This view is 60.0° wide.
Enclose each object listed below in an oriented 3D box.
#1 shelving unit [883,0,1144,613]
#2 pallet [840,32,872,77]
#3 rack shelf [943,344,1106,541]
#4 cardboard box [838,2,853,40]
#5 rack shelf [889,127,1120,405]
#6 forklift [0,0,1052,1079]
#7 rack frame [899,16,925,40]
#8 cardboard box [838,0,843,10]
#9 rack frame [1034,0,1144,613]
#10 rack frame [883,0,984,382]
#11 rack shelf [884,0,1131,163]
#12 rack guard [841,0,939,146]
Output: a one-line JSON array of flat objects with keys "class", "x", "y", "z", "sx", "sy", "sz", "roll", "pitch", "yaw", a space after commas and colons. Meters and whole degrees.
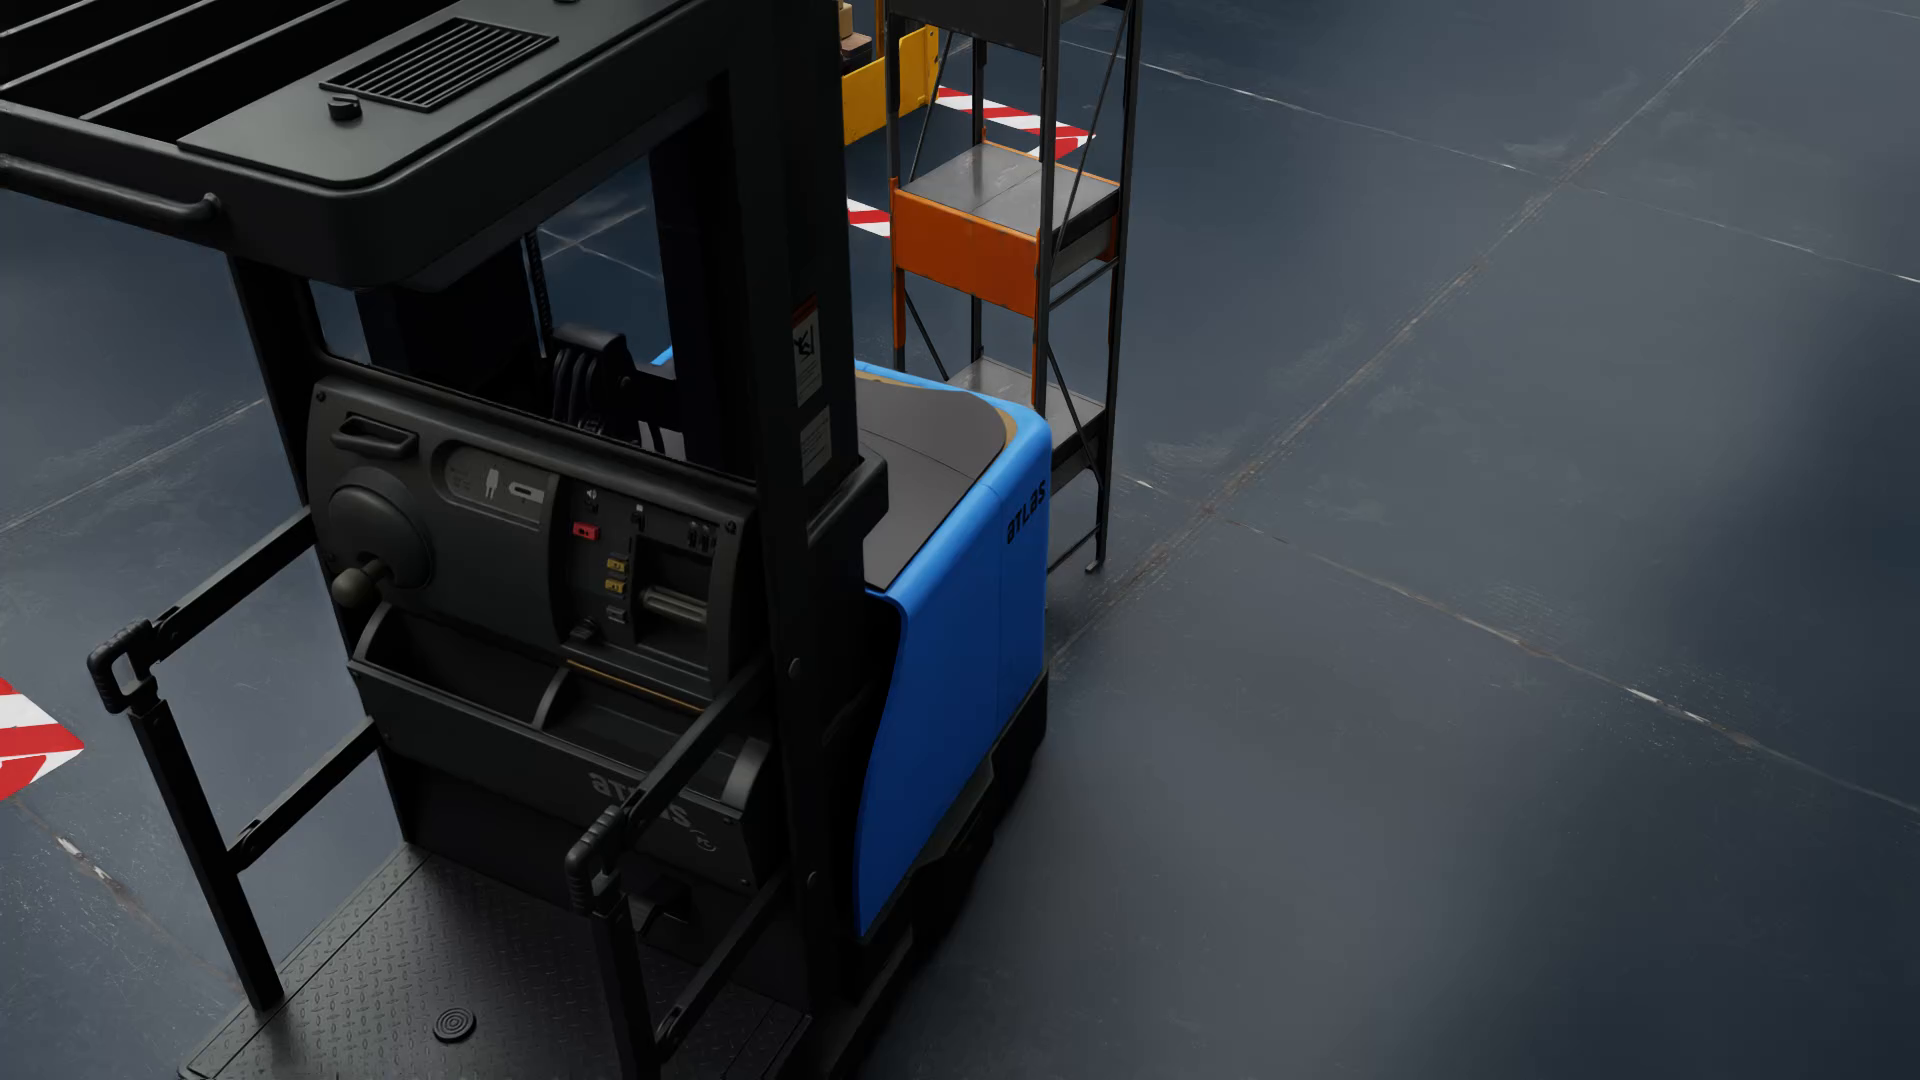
[{"class": "shelving unit", "x": 0.131, "y": -0.765, "z": 4.524, "sx": 0.503, "sy": 2.100, "sz": 0.431, "roll": 25, "pitch": 45, "yaw": 29}, {"class": "pallet", "x": -1.190, "y": -2.308, "z": 8.027, "sx": 1.213, "sy": 0.211, "sz": 1.003, "roll": 25, "pitch": 45, "yaw": 29}, {"class": "rack shelf", "x": 0.131, "y": -0.203, "z": 4.963, "sx": 0.480, "sy": 0.518, "sz": 0.431, "roll": 25, "pitch": 45, "yaw": 29}, {"class": "cardboard box", "x": -0.727, "y": -2.452, "z": 7.921, "sx": 0.250, "sy": 0.149, "sz": 0.380, "roll": 26, "pitch": 45, "yaw": 29}, {"class": "rack shelf", "x": 0.131, "y": -0.754, "z": 4.532, "sx": 0.480, "sy": 0.518, "sz": 0.431, "roll": 25, "pitch": 45, "yaw": 29}, {"class": "forklift", "x": -0.874, "y": 0.072, "z": 2.780, "sx": 1.130, "sy": 2.935, "sz": 3.031, "roll": 17, "pitch": 41, "yaw": 20}, {"class": "rack frame", "x": -0.506, "y": -3.056, "z": 6.720, "sx": 0.127, "sy": 3.000, "sz": 1.000, "roll": 25, "pitch": 45, "yaw": 29}, {"class": "cardboard box", "x": -0.766, "y": -2.538, "z": 7.789, "sx": 0.250, "sy": 0.149, "sz": 0.380, "roll": 27, "pitch": 46, "yaw": 30}, {"class": "rack frame", "x": 0.325, "y": -0.673, "z": 4.407, "sx": 0.015, "sy": 2.100, "sz": 0.400, "roll": 25, "pitch": 45, "yaw": 29}, {"class": "rack frame", "x": -0.062, "y": -0.856, "z": 4.640, "sx": 0.015, "sy": 2.100, "sz": 0.400, "roll": 25, "pitch": 45, "yaw": 29}, {"class": "rack shelf", "x": 0.131, "y": -1.305, "z": 4.100, "sx": 0.480, "sy": 0.518, "sz": 0.431, "roll": 25, "pitch": 45, "yaw": 29}, {"class": "rack guard", "x": -0.566, "y": -2.101, "z": 7.527, "sx": 0.348, "sy": 0.500, "sz": 1.175, "roll": 25, "pitch": 45, "yaw": 29}]
